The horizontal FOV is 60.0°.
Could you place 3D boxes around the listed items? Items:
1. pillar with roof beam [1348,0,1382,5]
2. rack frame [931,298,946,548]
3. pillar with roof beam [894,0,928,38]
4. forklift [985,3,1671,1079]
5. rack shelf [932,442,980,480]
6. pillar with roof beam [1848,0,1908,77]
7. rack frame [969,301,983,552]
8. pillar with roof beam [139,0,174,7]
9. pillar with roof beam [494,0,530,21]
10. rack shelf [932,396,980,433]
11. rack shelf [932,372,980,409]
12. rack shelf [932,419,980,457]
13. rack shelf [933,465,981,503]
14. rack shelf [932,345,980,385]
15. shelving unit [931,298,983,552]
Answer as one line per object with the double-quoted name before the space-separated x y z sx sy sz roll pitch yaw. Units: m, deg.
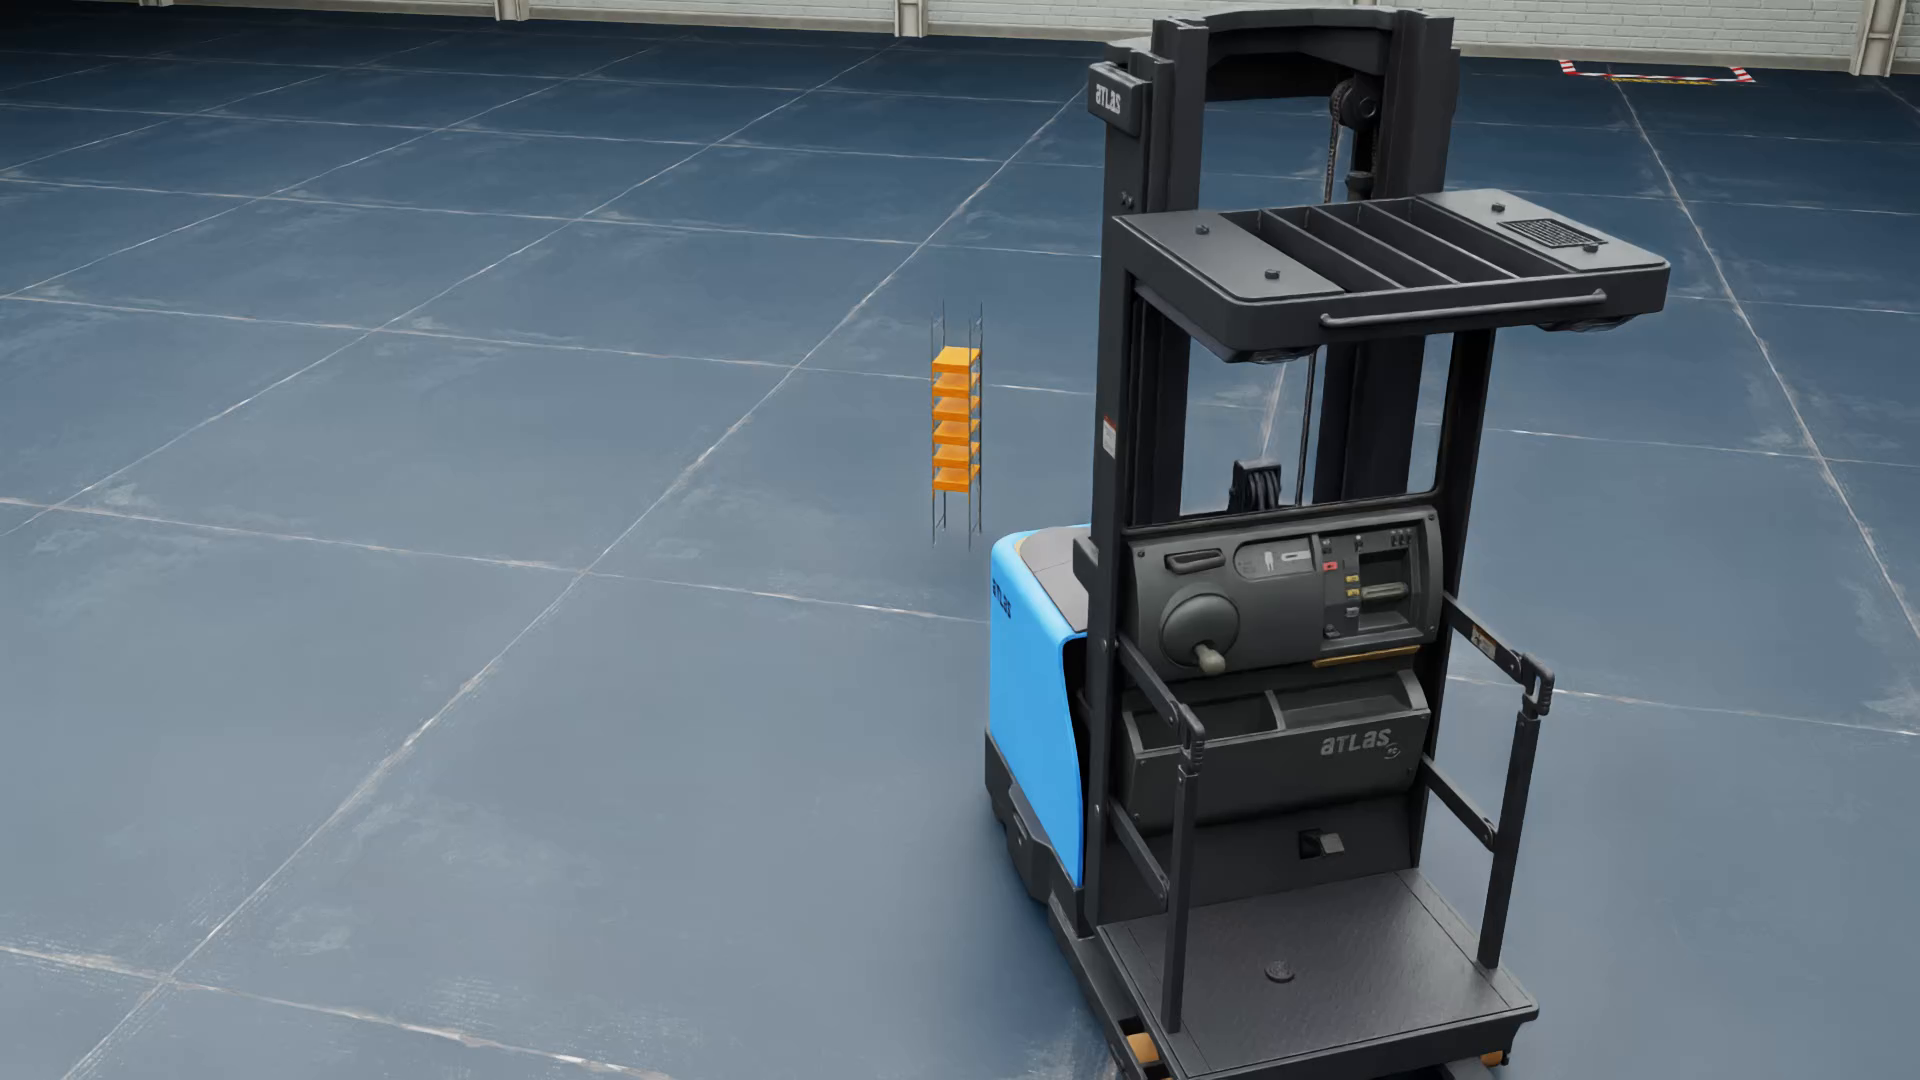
"pillar with roof beam" 4.076 -8.534 15.706 0.400 9.000 9.100 6 26 13
"rack frame" -0.103 -0.553 8.016 0.006 1.200 0.240 6 26 13
"pillar with roof beam" -1.735 -9.176 17.055 0.400 9.000 9.100 6 26 13
"forklift" 0.983 0.179 4.464 1.130 2.935 3.031 -7 26 -14
"rack shelf" -0.014 -0.395 8.066 0.180 0.103 0.258 6 26 13
"pillar with roof beam" 9.887 -7.891 14.357 0.400 9.000 9.100 6 26 13
"rack frame" 0.075 -0.533 7.975 0.006 1.200 0.240 6 26 13
"pillar with roof beam" -13.357 -10.461 19.754 0.400 9.000 9.100 6 26 13
"pillar with roof beam" -7.546 -9.818 18.404 0.400 9.000 9.100 6 26 13
"rack shelf" -0.014 -0.612 7.963 0.180 0.103 0.258 6 26 13
"rack shelf" -0.014 -0.720 7.911 0.180 0.103 0.258 6 26 13
"rack shelf" -0.014 -0.503 8.014 0.180 0.103 0.258 6 26 13
"rack shelf" -0.014 -0.286 8.118 0.180 0.103 0.258 6 26 13
"rack shelf" -0.014 -0.828 7.860 0.180 0.103 0.258 6 26 13
"shelving unit" -0.014 -0.543 7.995 0.189 1.200 0.258 6 26 13
